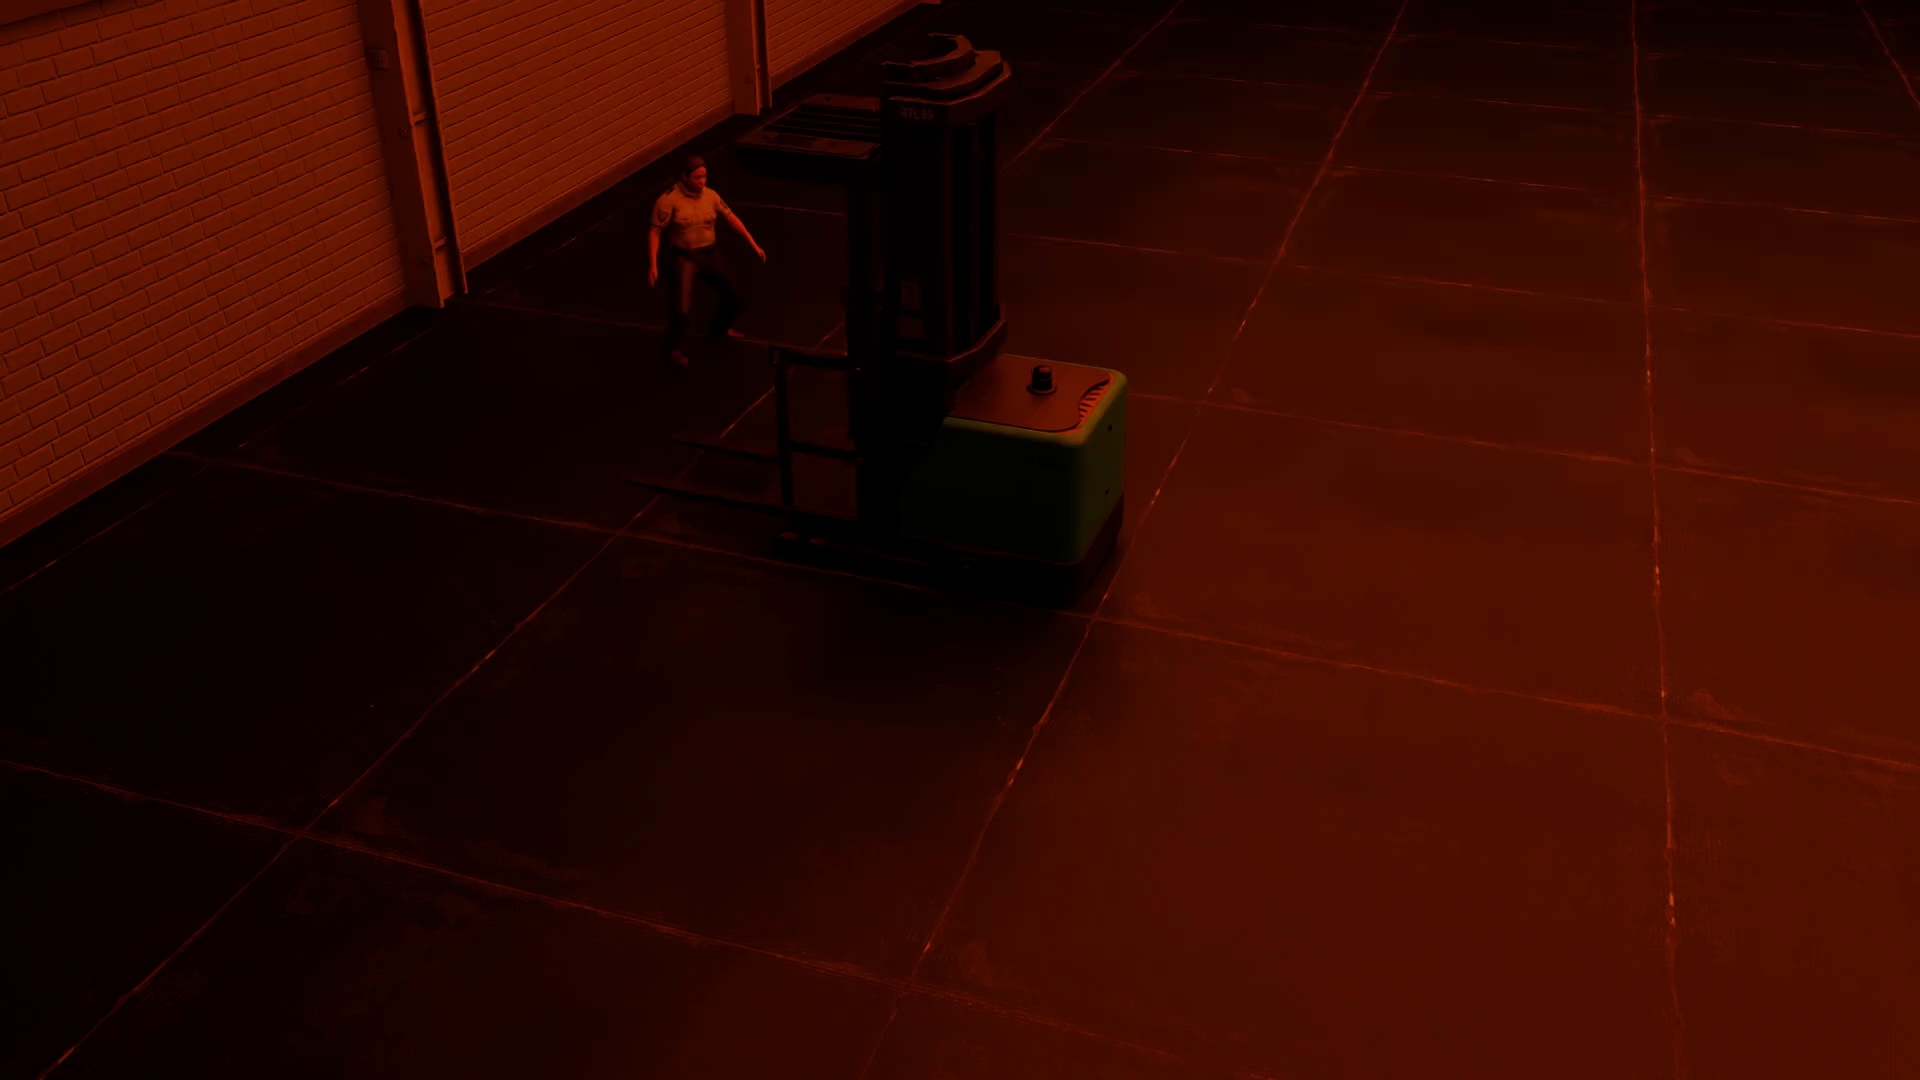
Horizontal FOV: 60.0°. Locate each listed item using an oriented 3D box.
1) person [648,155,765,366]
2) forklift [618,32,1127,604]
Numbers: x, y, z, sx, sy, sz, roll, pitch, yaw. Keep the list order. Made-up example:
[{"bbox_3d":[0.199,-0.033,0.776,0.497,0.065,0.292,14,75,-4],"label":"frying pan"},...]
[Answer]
[{"bbox_3d":[-1.907,-2.058,12.200,0.887,1.539,0.649,-20,35,-31],"label":"person"},{"bbox_3d":[-0.588,-1.356,9.515,3.031,2.935,1.130,10,31,18],"label":"forklift"}]
